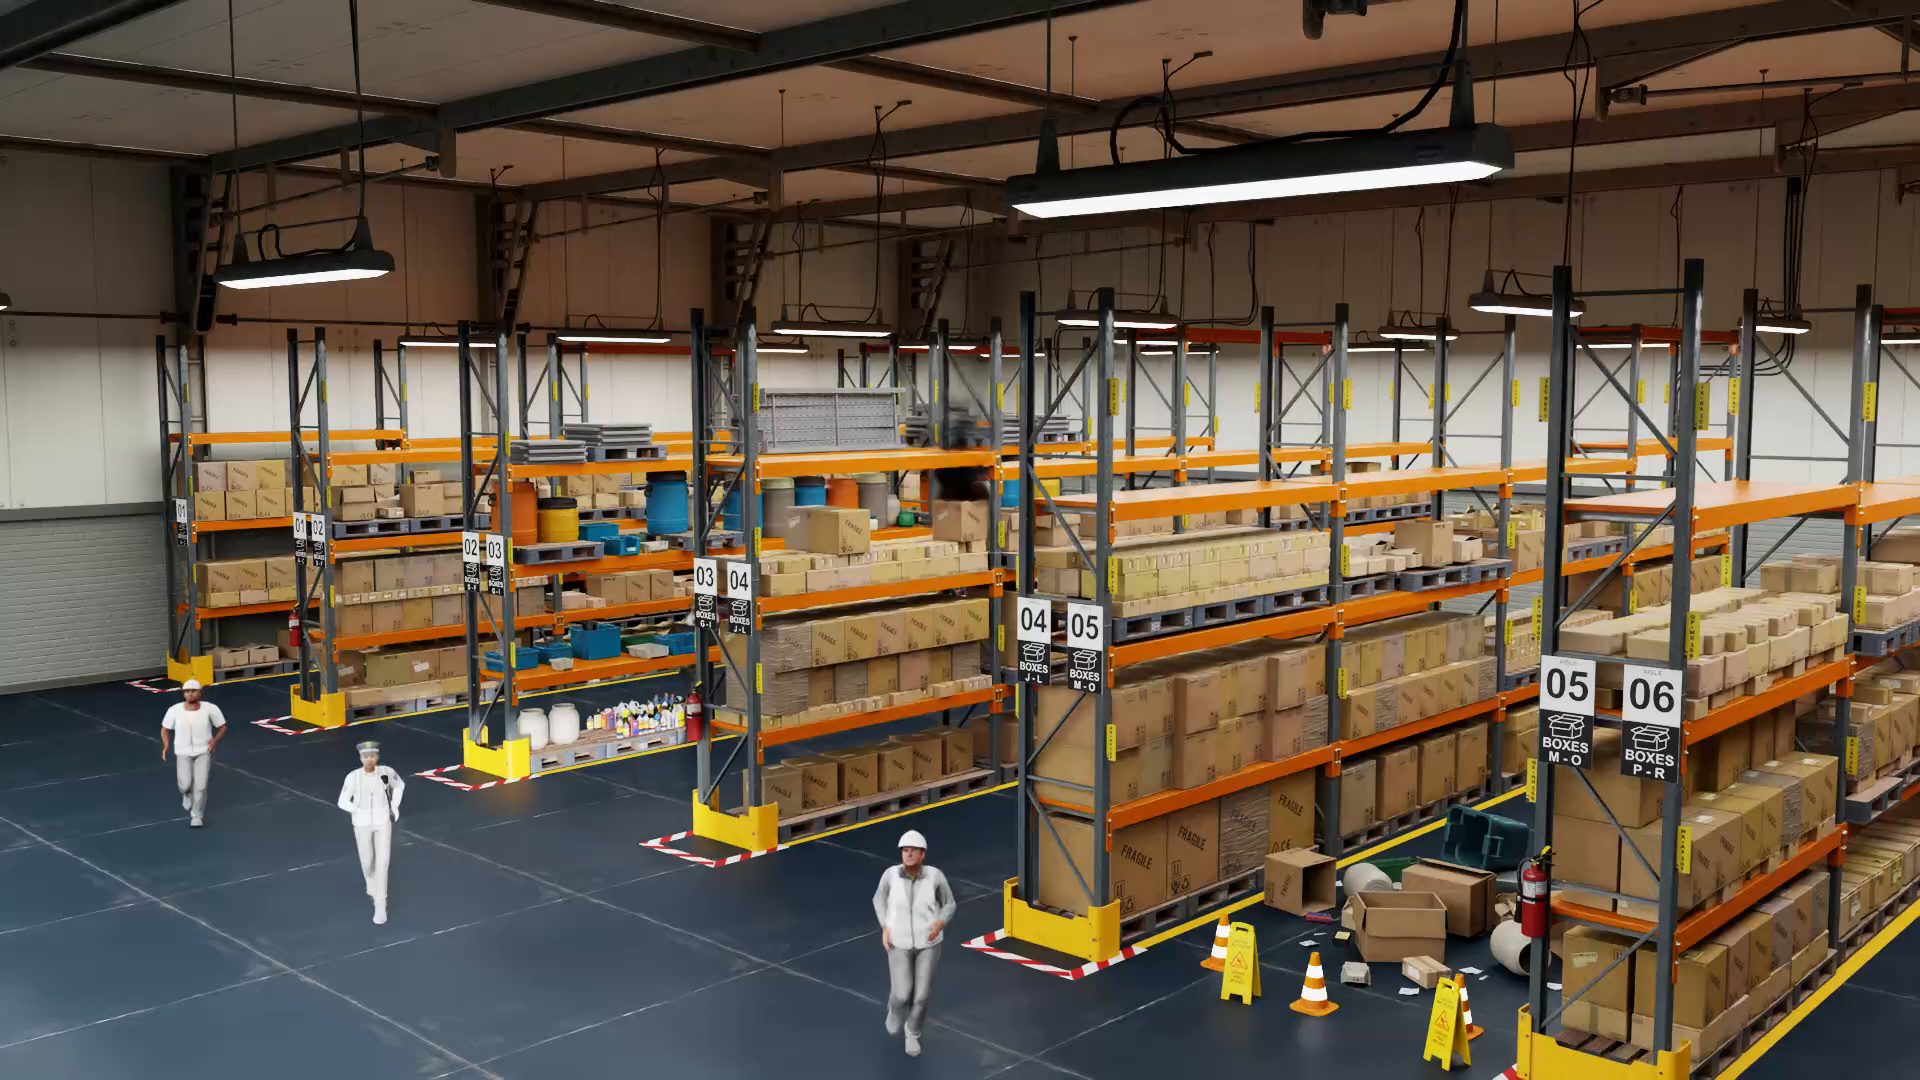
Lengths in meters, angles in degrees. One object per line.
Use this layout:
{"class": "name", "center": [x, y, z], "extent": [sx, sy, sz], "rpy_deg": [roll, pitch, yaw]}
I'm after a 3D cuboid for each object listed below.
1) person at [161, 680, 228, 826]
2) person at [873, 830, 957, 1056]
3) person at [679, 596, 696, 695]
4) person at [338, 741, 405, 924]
{"class": "person", "center": [-8.976, 2.491, 19.511], "extent": [0.717, 1.721, 0.578], "rpy_deg": [-2, 6, -20]}
{"class": "person", "center": [-0.349, 3.103, 12.830], "extent": [0.652, 1.744, 0.610], "rpy_deg": [0, 5, -1]}
{"class": "person", "center": [-4.384, 1.749, 27.408], "extent": [0.593, 1.660, 0.624], "rpy_deg": [3, 6, 33]}
{"class": "person", "center": [-5.735, 2.793, 16.243], "extent": [0.613, 1.708, 0.913], "rpy_deg": [-2, 6, -19]}
